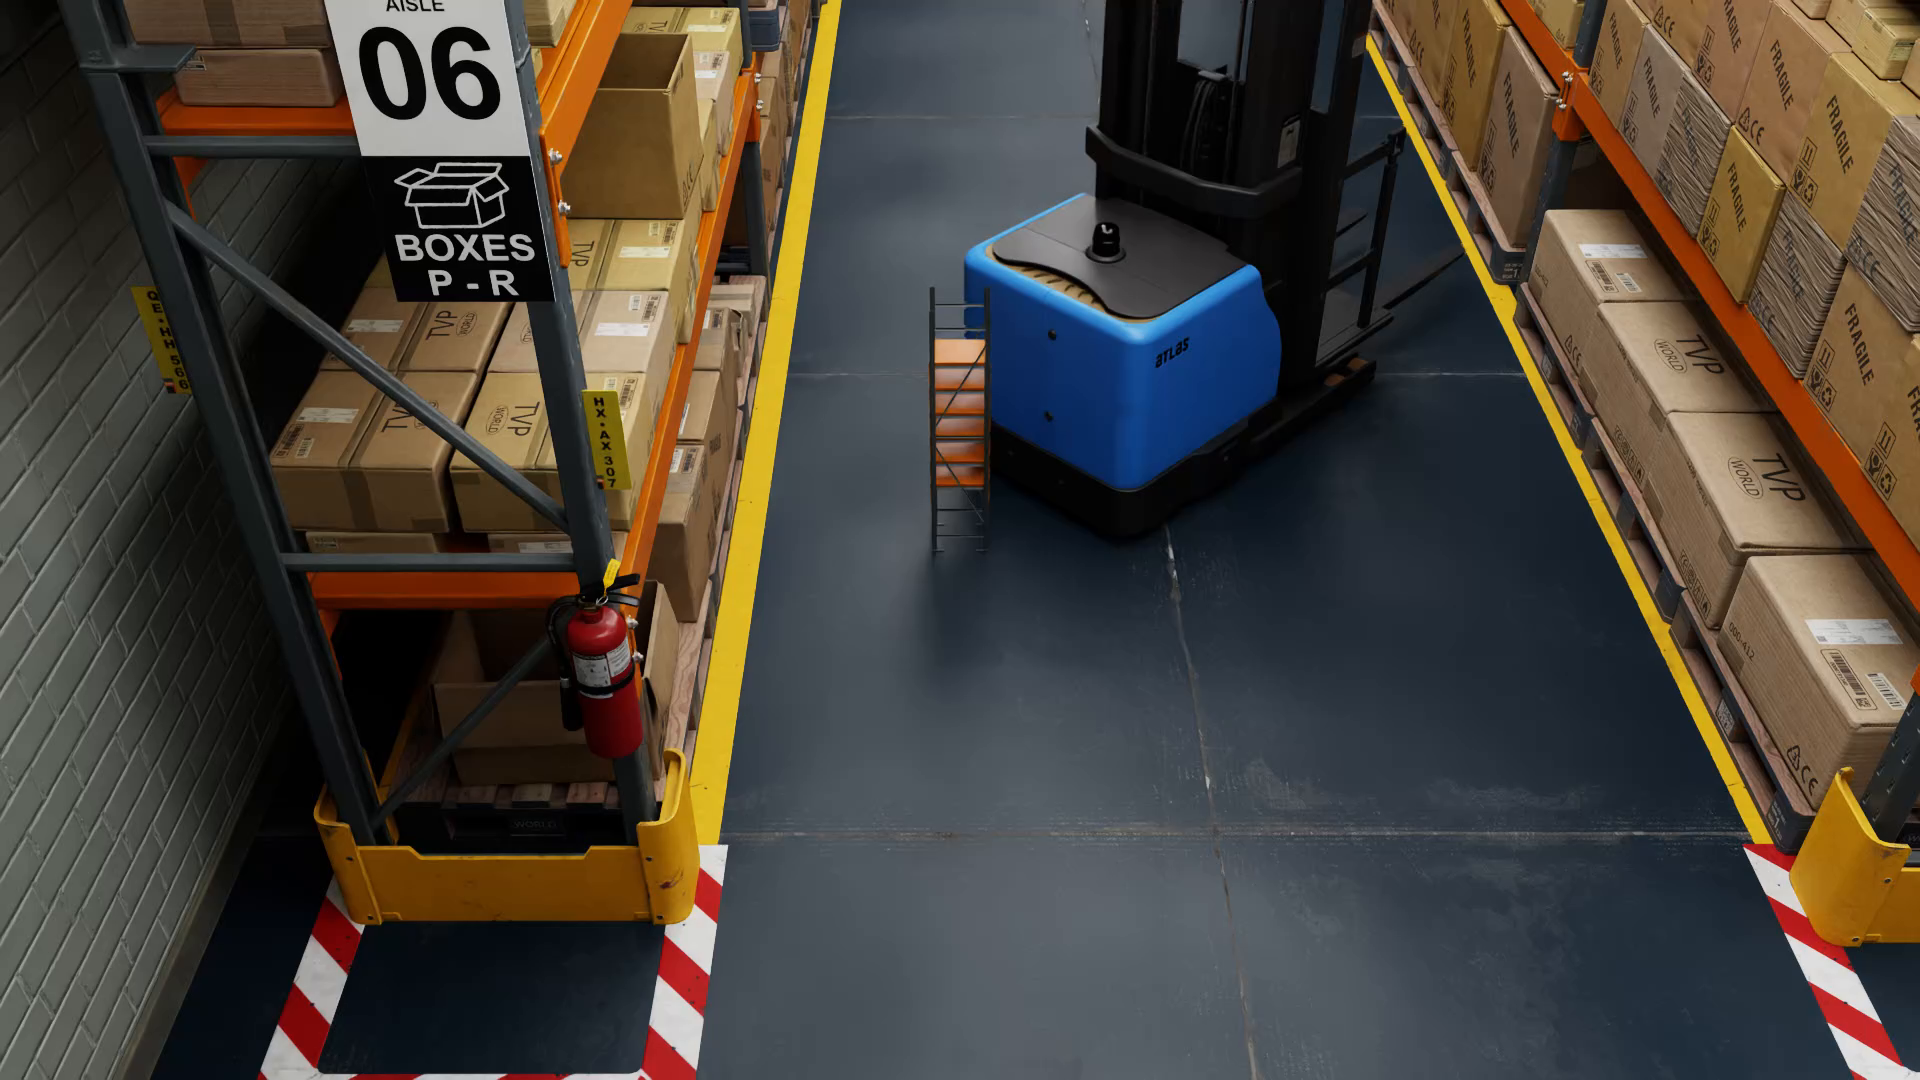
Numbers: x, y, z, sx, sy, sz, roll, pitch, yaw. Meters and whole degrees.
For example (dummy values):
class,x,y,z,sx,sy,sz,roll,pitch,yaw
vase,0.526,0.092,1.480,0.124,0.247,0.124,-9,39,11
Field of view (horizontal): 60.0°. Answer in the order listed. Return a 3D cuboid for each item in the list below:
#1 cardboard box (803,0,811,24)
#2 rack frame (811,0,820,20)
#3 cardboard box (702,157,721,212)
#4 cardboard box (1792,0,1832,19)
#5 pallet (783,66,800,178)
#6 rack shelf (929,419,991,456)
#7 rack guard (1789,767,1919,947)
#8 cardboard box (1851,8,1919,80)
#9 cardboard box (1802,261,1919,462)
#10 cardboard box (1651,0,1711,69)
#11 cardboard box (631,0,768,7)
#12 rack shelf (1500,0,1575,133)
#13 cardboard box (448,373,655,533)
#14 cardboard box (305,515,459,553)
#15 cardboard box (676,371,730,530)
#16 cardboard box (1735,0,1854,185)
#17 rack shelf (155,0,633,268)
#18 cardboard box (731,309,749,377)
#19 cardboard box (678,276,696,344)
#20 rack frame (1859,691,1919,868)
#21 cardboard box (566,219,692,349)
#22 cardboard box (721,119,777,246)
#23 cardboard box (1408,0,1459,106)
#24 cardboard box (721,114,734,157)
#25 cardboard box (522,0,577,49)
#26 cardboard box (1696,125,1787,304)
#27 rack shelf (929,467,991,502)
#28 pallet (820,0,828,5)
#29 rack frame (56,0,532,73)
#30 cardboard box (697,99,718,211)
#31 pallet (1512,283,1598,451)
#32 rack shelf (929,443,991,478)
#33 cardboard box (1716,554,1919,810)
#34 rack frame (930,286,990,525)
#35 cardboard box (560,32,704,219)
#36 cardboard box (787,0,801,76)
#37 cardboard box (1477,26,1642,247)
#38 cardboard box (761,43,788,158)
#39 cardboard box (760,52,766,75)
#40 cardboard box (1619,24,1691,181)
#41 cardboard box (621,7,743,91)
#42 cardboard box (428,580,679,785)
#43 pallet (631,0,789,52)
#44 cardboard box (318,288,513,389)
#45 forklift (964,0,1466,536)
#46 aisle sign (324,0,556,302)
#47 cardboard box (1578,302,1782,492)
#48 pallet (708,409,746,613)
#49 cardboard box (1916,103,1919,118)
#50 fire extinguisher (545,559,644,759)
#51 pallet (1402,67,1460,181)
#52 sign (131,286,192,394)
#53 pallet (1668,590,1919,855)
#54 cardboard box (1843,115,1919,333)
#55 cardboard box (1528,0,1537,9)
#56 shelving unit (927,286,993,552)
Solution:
class,x,y,z,sx,sy,sz,roll,pitch,yaw
cardboard box,-1.292,-3.856,11.327,0.500,0.500,0.500,1,39,1
rack frame,-1.507,-4.932,11.006,1.000,3.000,0.127,0,39,0
cardboard box,-1.202,-1.484,6.905,0.380,0.149,0.250,-1,39,-1
cardboard box,3.185,-1.969,5.910,0.380,0.149,0.250,0,39,0
pallet,-1.546,-2.616,10.346,1.003,0.211,1.213,0,39,0
rack shelf,0.000,-0.443,6.914,0.258,0.103,0.180,0,39,0
rack guard,3.466,1.055,5.534,1.175,0.500,0.348,0,39,0
cardboard box,3.208,-1.640,5.499,0.380,0.149,0.250,1,39,1
cardboard box,3.215,-0.590,5.507,0.500,0.500,0.500,-1,39,-1
cardboard box,3.214,-2.252,6.782,0.500,0.500,0.500,-1,39,-1
cardboard box,-1.280,-2.936,8.100,0.700,0.500,0.500,1,39,1
rack shelf,3.459,-3.407,9.678,1.077,0.370,4.000,0,39,0
cardboard box,-1.229,-0.271,5.071,0.500,0.250,0.500,0,39,0
cardboard box,-1.767,-0.038,5.100,0.380,0.149,0.250,0,39,-1
cardboard box,-1.267,-0.366,6.971,0.500,0.500,0.500,1,39,1
cardboard box,3.201,-1.616,5.989,0.500,0.500,0.500,0,39,0
rack shelf,-1.500,-2.070,5.611,1.077,0.370,4.000,0,39,0
cardboard box,-1.208,-0.956,7.895,0.396,0.266,0.258,1,39,2
cardboard box,-1.176,-0.843,6.104,0.380,0.149,0.250,-1,39,-1
rack frame,3.465,0.065,4.771,1.000,3.000,0.127,0,39,0
cardboard box,-1.234,-0.903,5.860,0.500,0.250,0.500,-1,39,-1
cardboard box,-1.278,-1.922,8.913,0.500,0.500,0.500,2,39,2
cardboard box,3.371,-3.283,10.311,0.875,0.875,0.875,0,39,1
cardboard box,-1.203,-1.808,7.309,0.380,0.149,0.250,1,39,1
cardboard box,-1.225,-1.435,4.126,0.500,0.250,0.500,0,39,-1
cardboard box,3.191,-1.234,6.311,0.500,0.500,0.500,1,39,1
rack shelf,0.000,-0.255,7.064,0.258,0.103,0.180,0,39,0
pallet,-1.469,-4.359,12.520,1.003,0.211,1.213,0,39,0
rack frame,-1.498,-2.270,2.887,1.000,3.000,0.127,0,39,0
cardboard box,-1.256,-1.545,6.661,0.500,0.250,0.500,0,39,0
pallet,3.384,-0.873,8.170,1.003,0.211,1.213,0,39,0
rack shelf,0.000,-0.349,6.989,0.258,0.103,0.180,0,39,0
cardboard box,3.365,0.488,5.955,0.875,0.438,0.875,-1,39,-2
rack frame,0.000,-0.534,6.957,0.240,1.200,0.006,0,39,0
cardboard box,-1.231,-1.501,6.007,0.500,0.500,0.500,1,39,1
cardboard box,-1.299,-3.216,10.528,0.500,0.500,0.500,2,39,2
cardboard box,3.380,-2.159,8.909,0.875,0.875,0.875,1,39,1
cardboard box,-1.285,-2.567,9.718,0.500,0.500,0.500,-1,39,-1
cardboard box,-1.303,-2.758,9.437,0.380,0.149,0.250,0,39,0
cardboard box,3.196,-1.867,7.102,0.500,0.500,0.500,0,39,0
cardboard box,-1.258,-2.170,7.441,0.500,0.250,0.500,1,39,1
cardboard box,-1.404,0.498,5.890,0.797,0.503,0.637,-1,39,-2
pallet,-1.395,-2.856,8.568,1.003,0.211,1.213,0,39,0
cardboard box,-1.763,-0.597,5.478,0.500,0.250,0.500,0,39,0
forklift,1.390,-1.984,7.382,1.130,2.935,3.031,31,48,33
aisle sign,-1.204,-0.901,3.897,0.394,0.787,0.004,0,39,0
cardboard box,3.356,-0.648,7.373,0.875,0.438,0.875,-1,39,-1
pallet,-1.499,-0.148,7.266,1.003,0.211,1.213,0,39,0
cardboard box,3.197,-1.320,5.100,0.380,0.149,0.250,1,39,1
fire extinguisher,-1.036,0.338,4.790,0.296,0.674,0.183,0,39,0
pallet,3.380,-2.596,10.320,1.003,0.211,1.213,0,39,0
sign,-2.053,-0.517,4.317,0.100,0.325,0.005,0,39,0
pallet,3.386,0.653,6.266,1.003,0.211,1.213,0,39,0
cardboard box,3.197,-0.993,5.210,0.500,0.500,0.500,0,39,0
cardboard box,3.209,-2.977,8.686,0.500,0.250,0.500,-1,39,-1
shelving unit,0.000,-0.477,6.886,0.258,1.200,0.189,0,39,0
